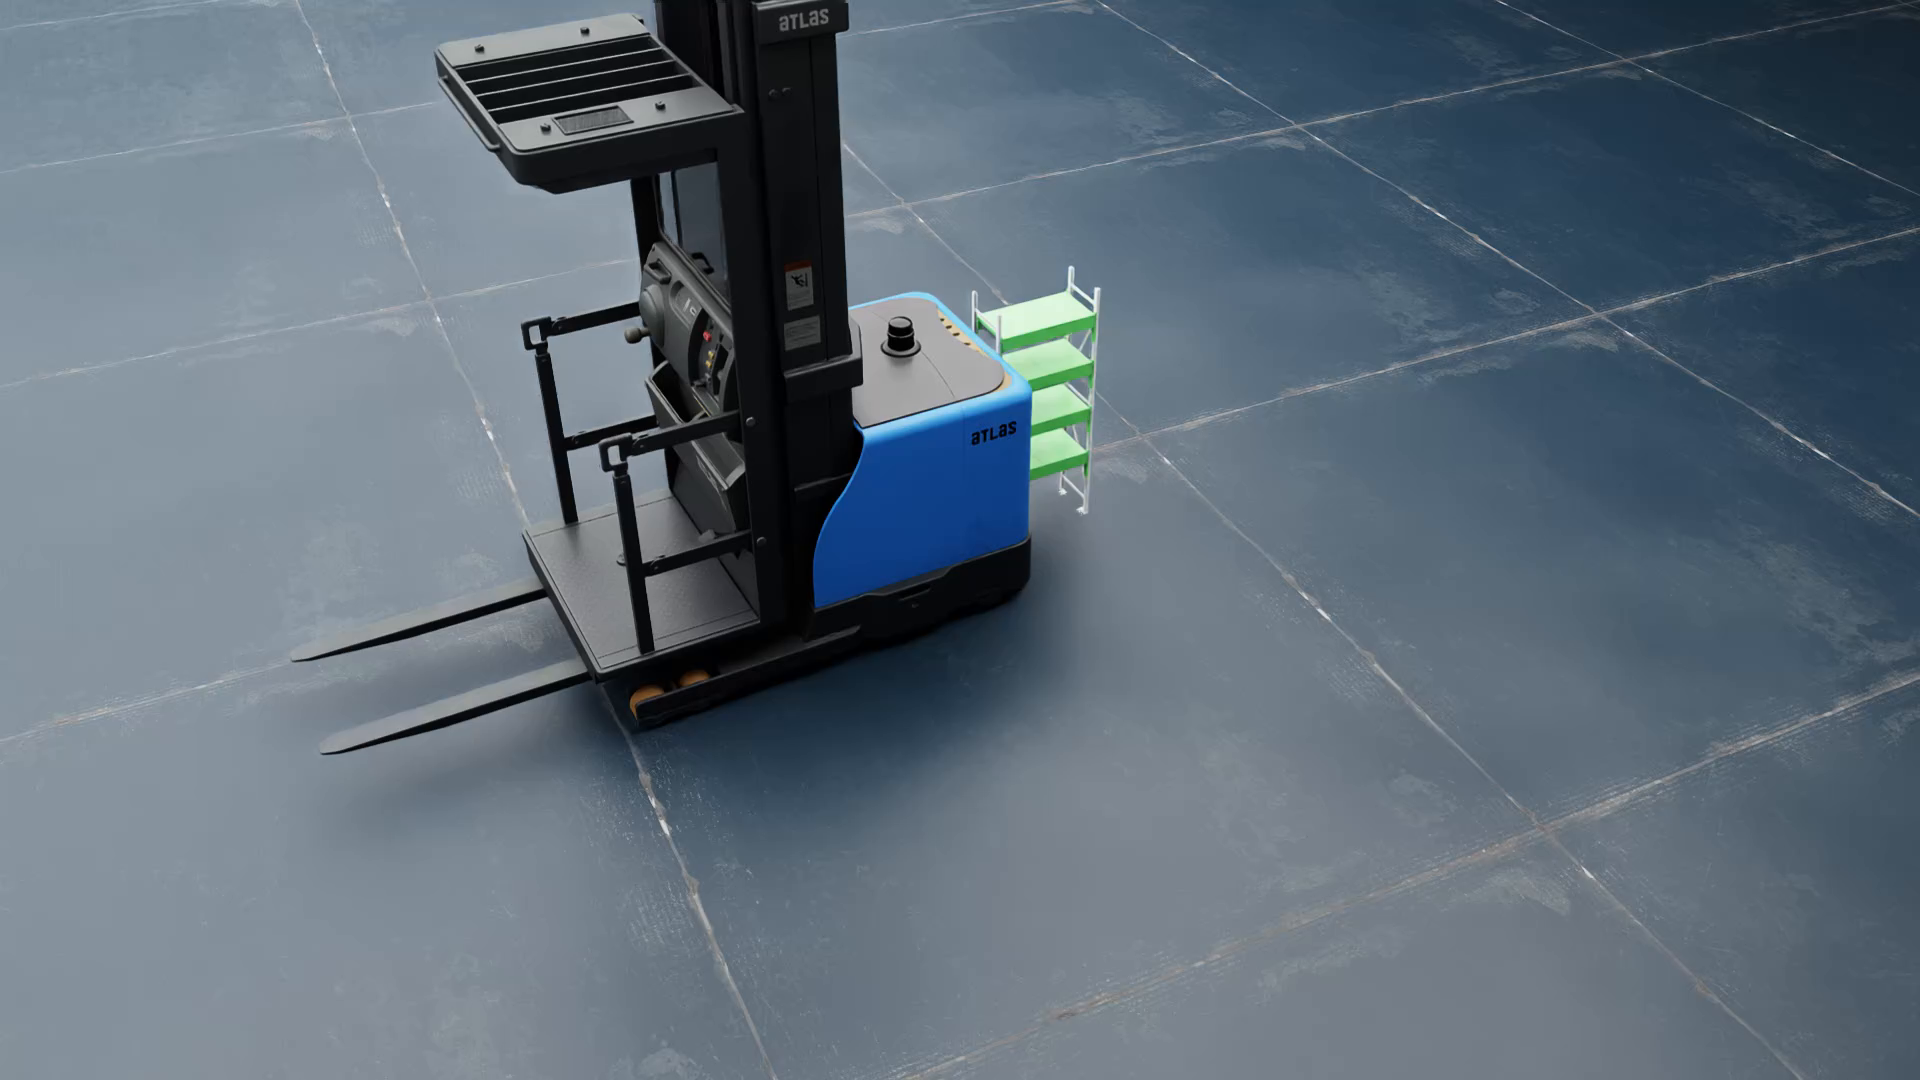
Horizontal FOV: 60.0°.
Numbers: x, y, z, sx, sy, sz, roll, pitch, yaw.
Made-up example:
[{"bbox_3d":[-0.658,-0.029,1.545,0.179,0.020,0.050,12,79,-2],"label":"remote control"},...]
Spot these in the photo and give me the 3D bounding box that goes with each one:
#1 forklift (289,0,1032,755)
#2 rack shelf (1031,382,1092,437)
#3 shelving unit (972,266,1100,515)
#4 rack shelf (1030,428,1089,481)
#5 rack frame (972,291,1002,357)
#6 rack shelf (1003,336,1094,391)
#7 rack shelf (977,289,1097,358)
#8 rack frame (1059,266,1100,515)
[{"bbox_3d":[-1.234,-0.787,6.350,3.031,2.935,1.130,-18,40,-22],"label":"forklift"},{"bbox_3d":[0.329,-0.547,7.588,0.480,0.148,0.258,-18,40,-22],"label":"rack shelf"},{"bbox_3d":[0.329,-0.599,7.550,0.503,1.200,0.258,-18,40,-22],"label":"shelving unit"},{"bbox_3d":[0.329,-0.354,7.731,0.480,0.148,0.258,-18,40,-22],"label":"rack shelf"},{"bbox_3d":[0.114,-0.530,7.458,0.015,1.200,0.240,-18,40,-22],"label":"rack frame"},{"bbox_3d":[0.329,-0.740,7.445,0.480,0.148,0.258,-18,40,-22],"label":"rack shelf"},{"bbox_3d":[0.329,-0.933,7.302,0.480,0.148,0.258,-18,40,-22],"label":"rack shelf"},{"bbox_3d":[0.545,-0.667,7.642,0.015,1.200,0.240,-18,40,-22],"label":"rack frame"}]
